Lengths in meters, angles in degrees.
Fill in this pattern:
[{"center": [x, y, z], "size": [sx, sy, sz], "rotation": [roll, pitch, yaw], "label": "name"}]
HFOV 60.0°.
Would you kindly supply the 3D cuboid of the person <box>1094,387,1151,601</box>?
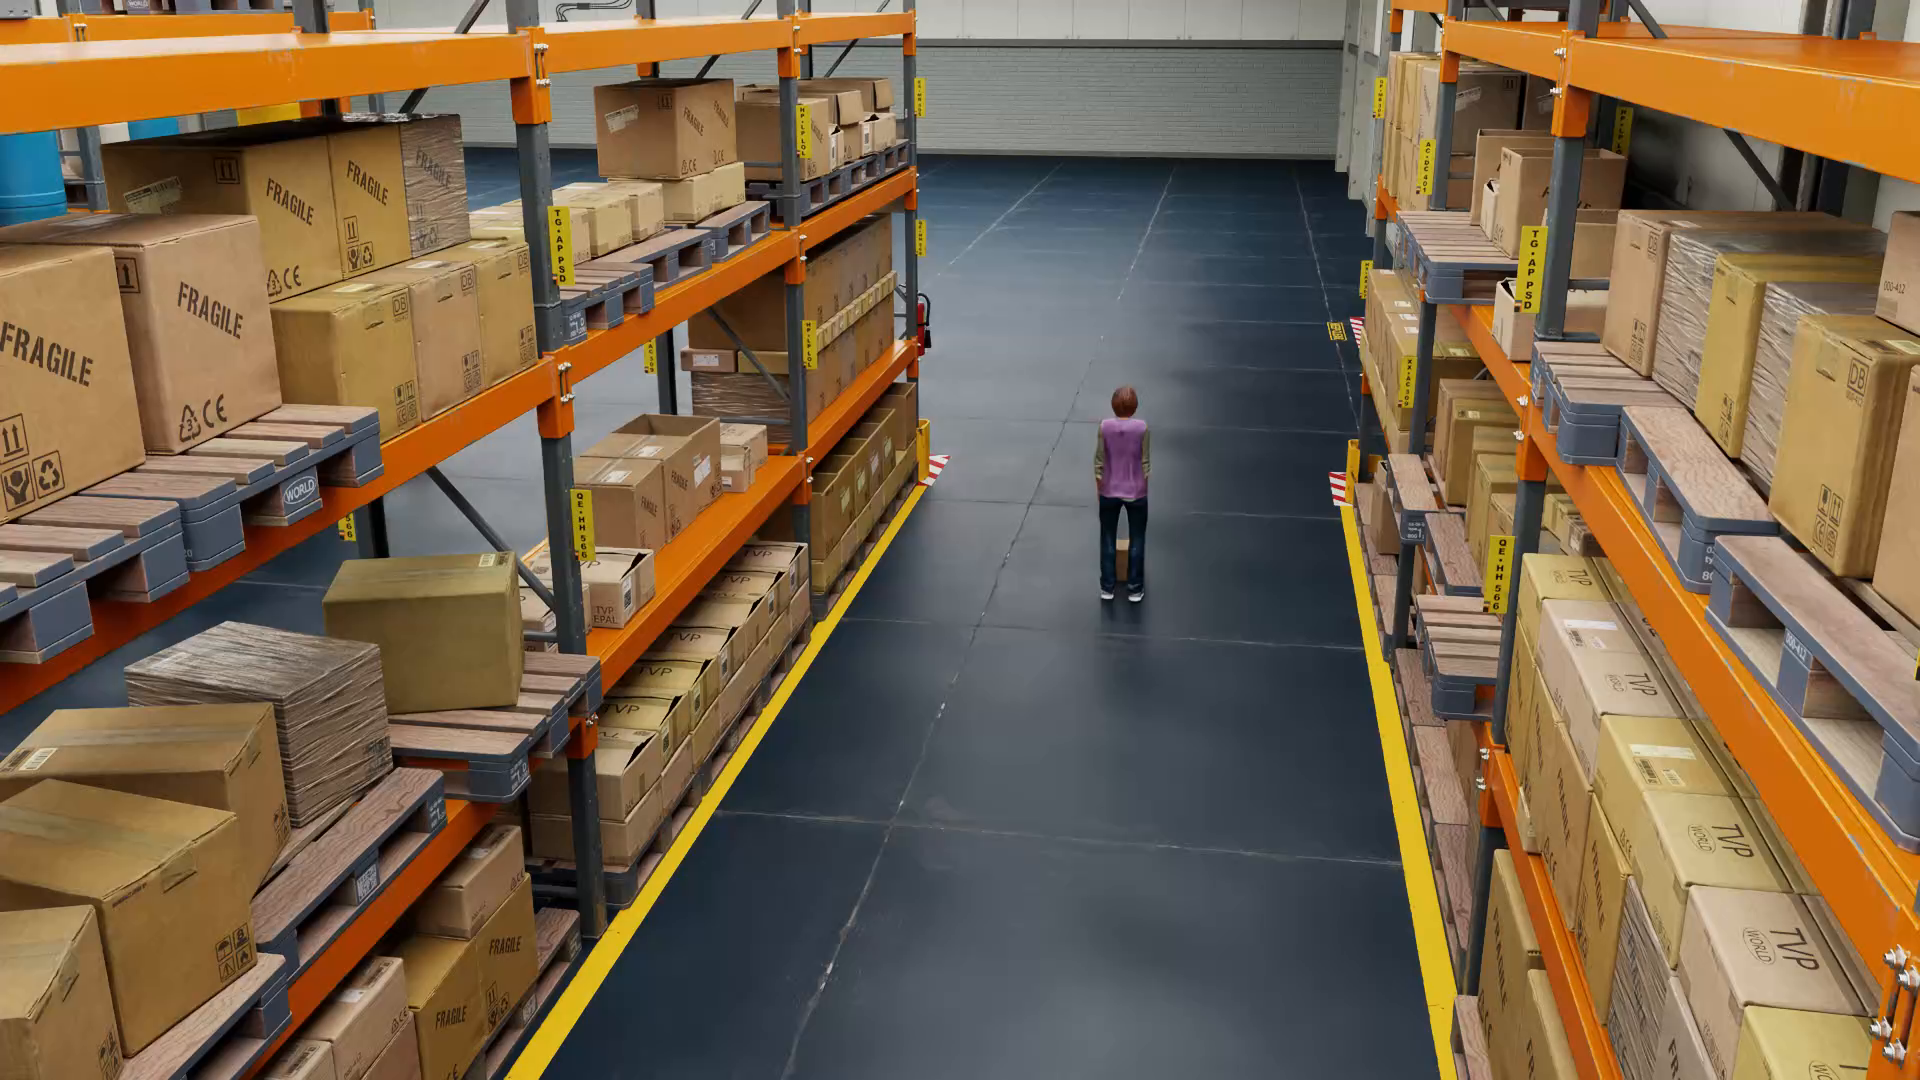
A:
[{"center": [1.170, -0.319, 12.100], "size": [0.412, 1.570, 0.316], "rotation": [3, 18, 10], "label": "person"}]
